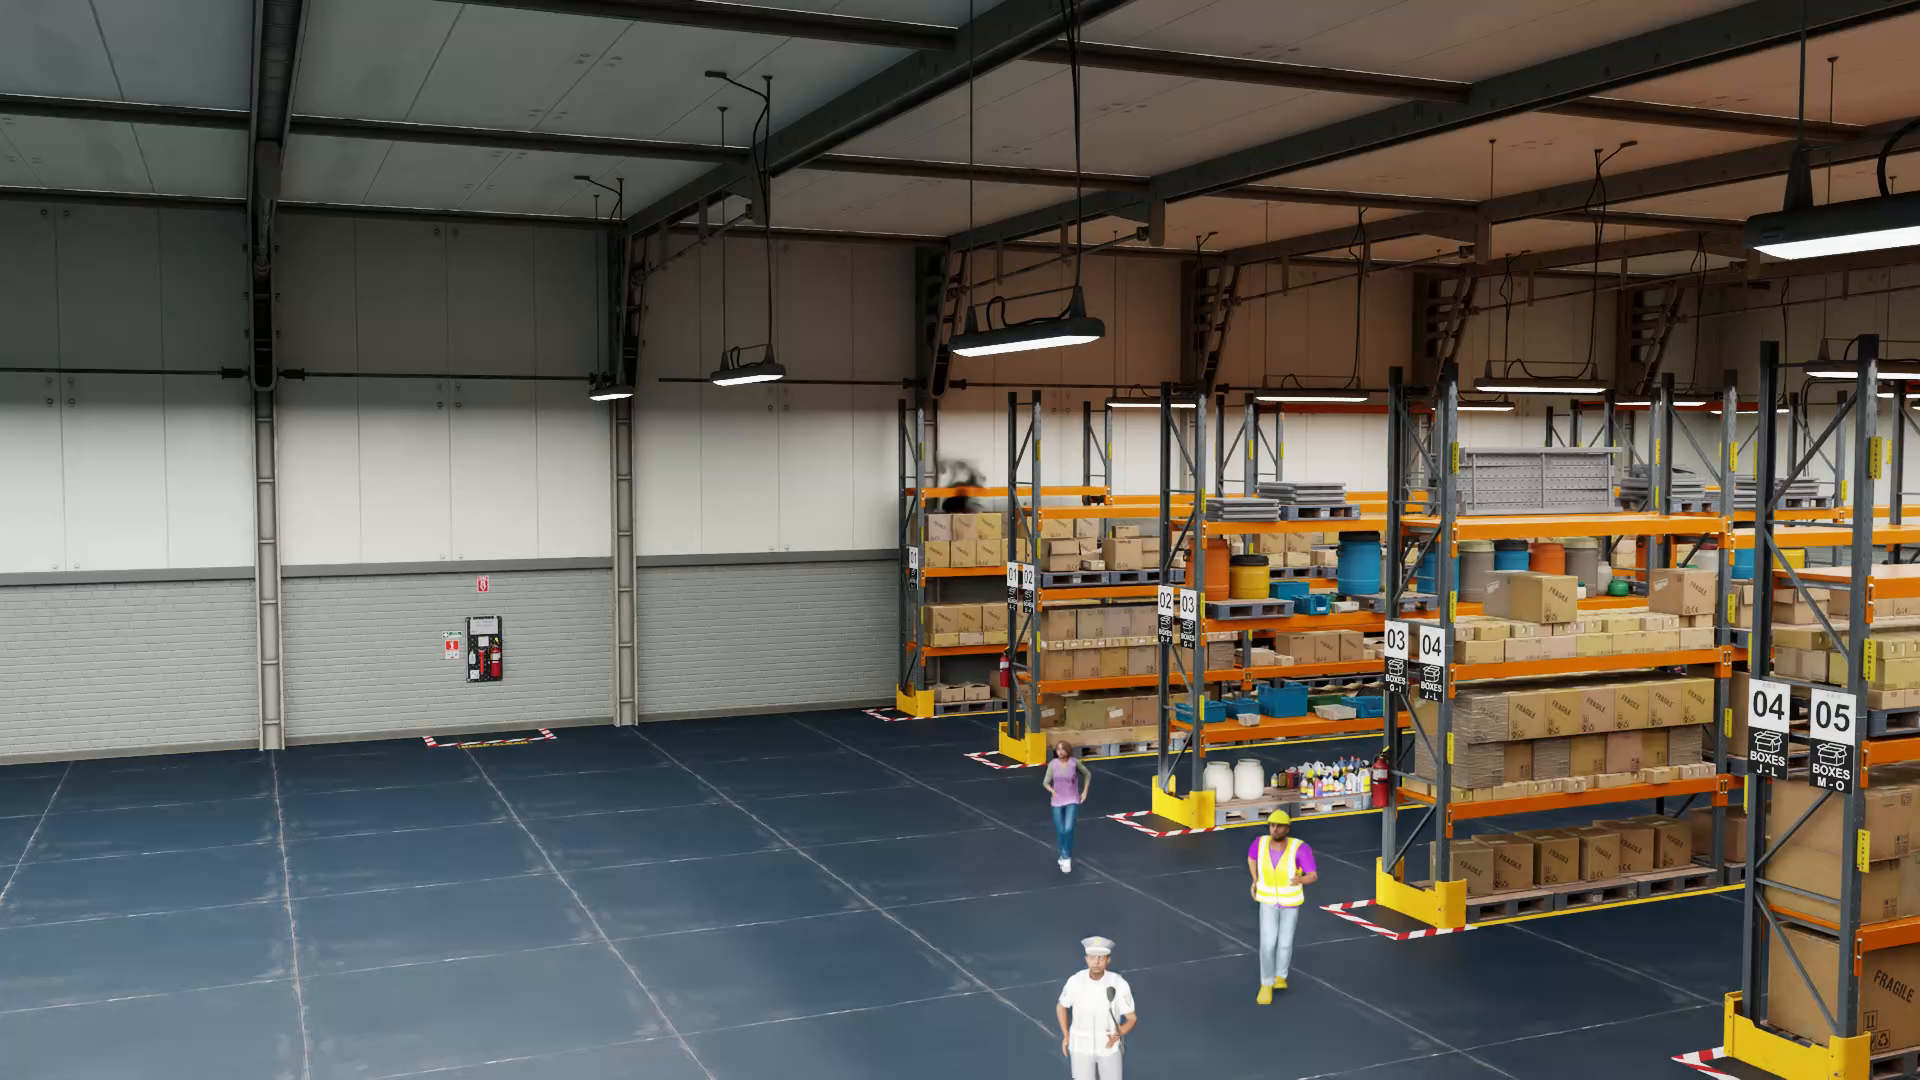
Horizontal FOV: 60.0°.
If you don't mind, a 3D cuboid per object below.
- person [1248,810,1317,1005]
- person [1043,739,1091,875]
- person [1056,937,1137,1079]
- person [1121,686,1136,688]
[{"bbox_3d":[2.970,3.398,15.397,0.661,1.823,0.747,1,3,15],"label":"person"},{"bbox_3d":[1.272,3.203,20.050,0.543,1.596,0.672,1,3,16],"label":"person"},{"bbox_3d":[0.969,3.633,11.879,0.584,1.661,0.749,0,3,8],"label":"person"},{"bbox_3d":[3.065,2.561,29.990,0.901,1.687,0.616,-2,4,-28],"label":"person"}]
